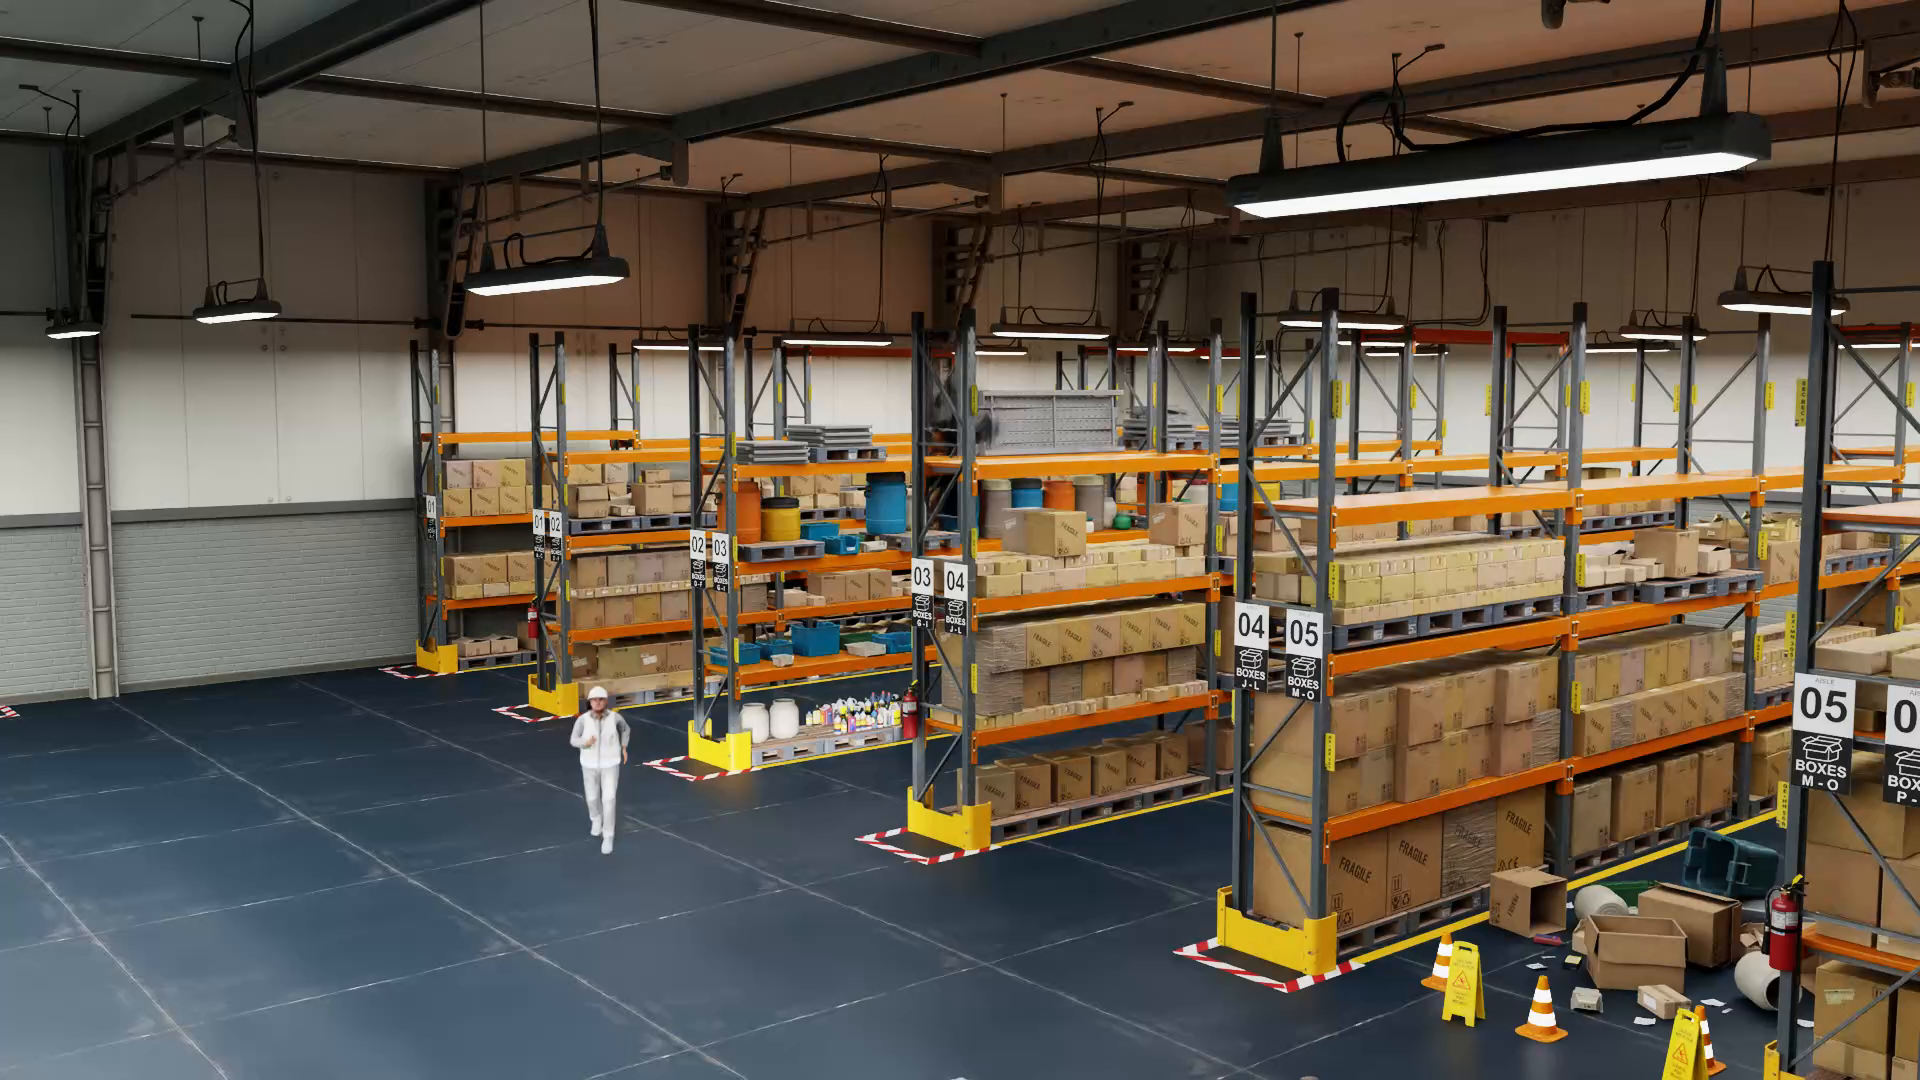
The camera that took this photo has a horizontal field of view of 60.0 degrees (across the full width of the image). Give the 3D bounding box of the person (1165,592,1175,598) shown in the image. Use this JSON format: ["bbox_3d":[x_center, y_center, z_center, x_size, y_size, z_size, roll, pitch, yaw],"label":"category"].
[{"bbox_3d":[3.908,1.283,32.207,0.654,1.794,0.993,5,7,42],"label":"person"}]

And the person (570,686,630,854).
[{"bbox_3d":[-4.036,2.534,18.690,0.632,1.793,0.910,-1,5,-7],"label":"person"}]
